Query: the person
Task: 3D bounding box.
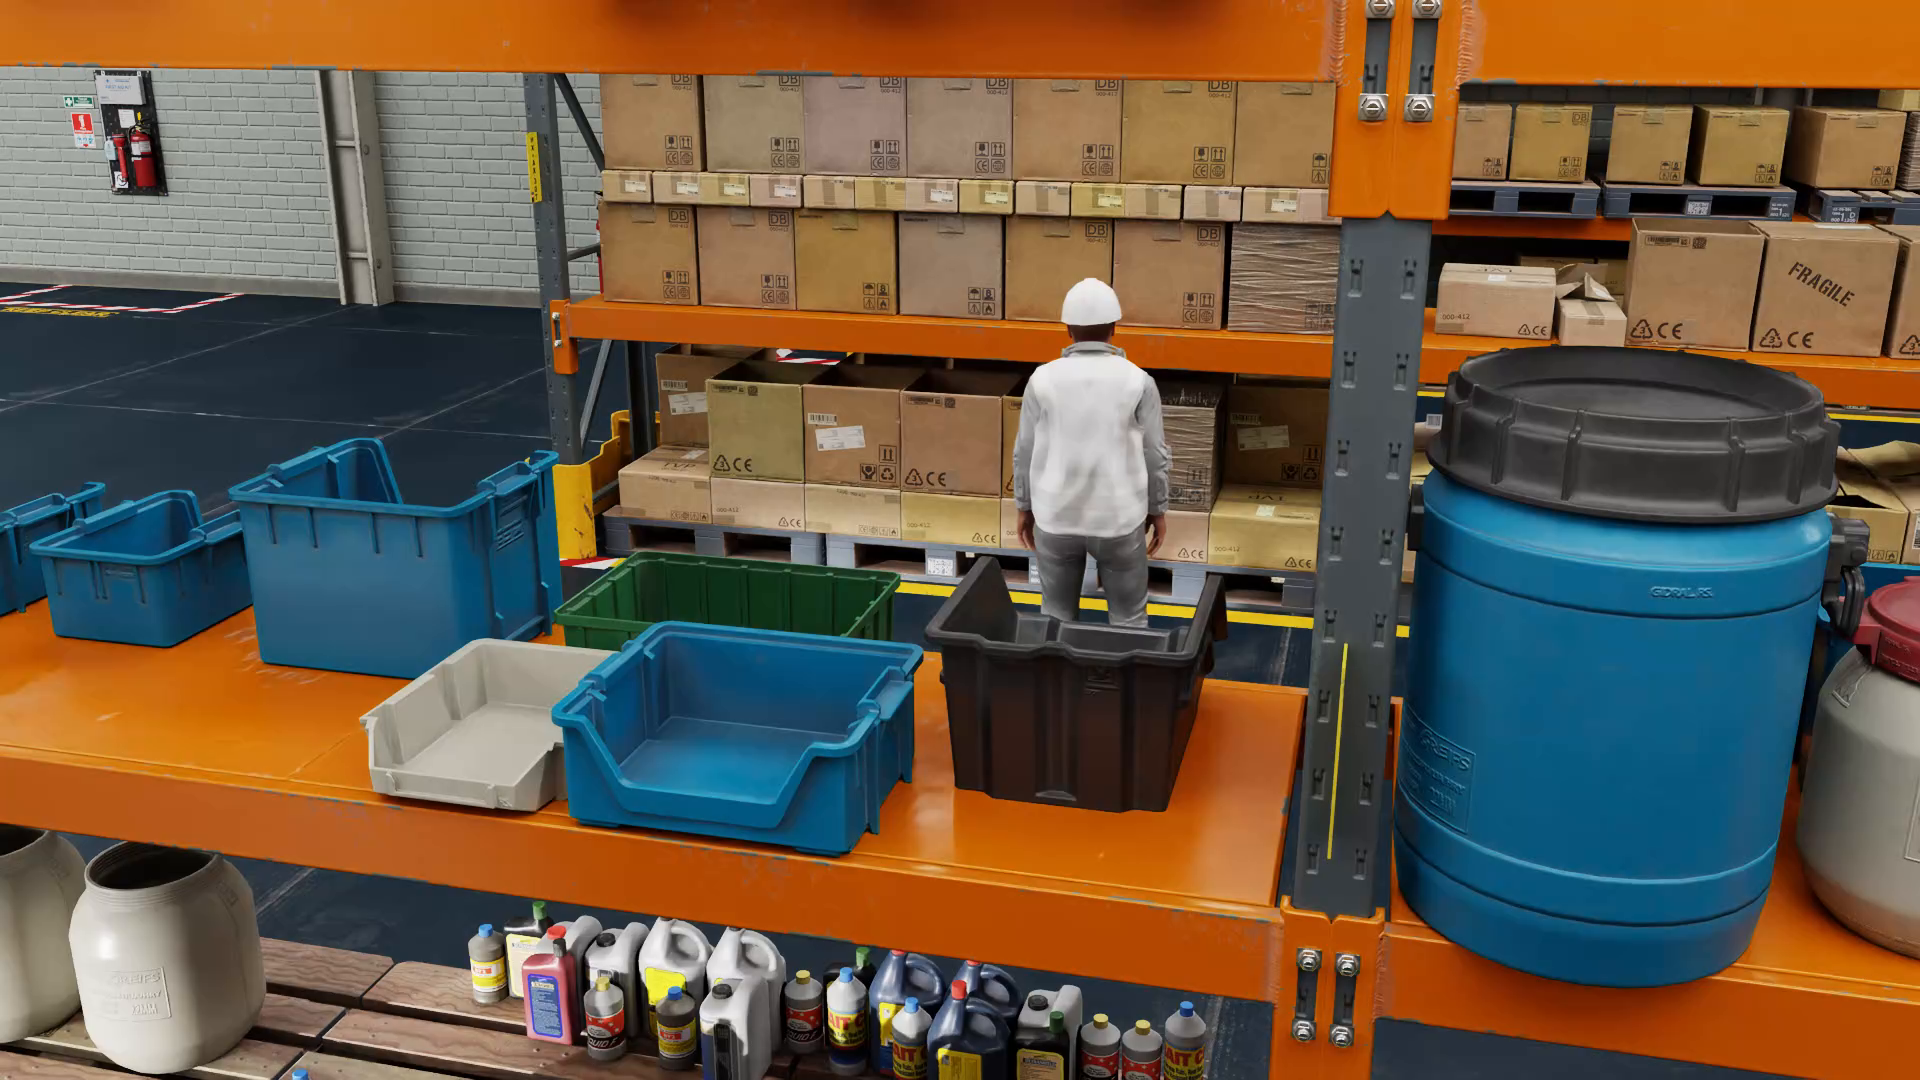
[{"bbox_3d":[0.497,-0.098,6.312,0.593,1.771,0.463,3,18,10],"label":"person"}]
